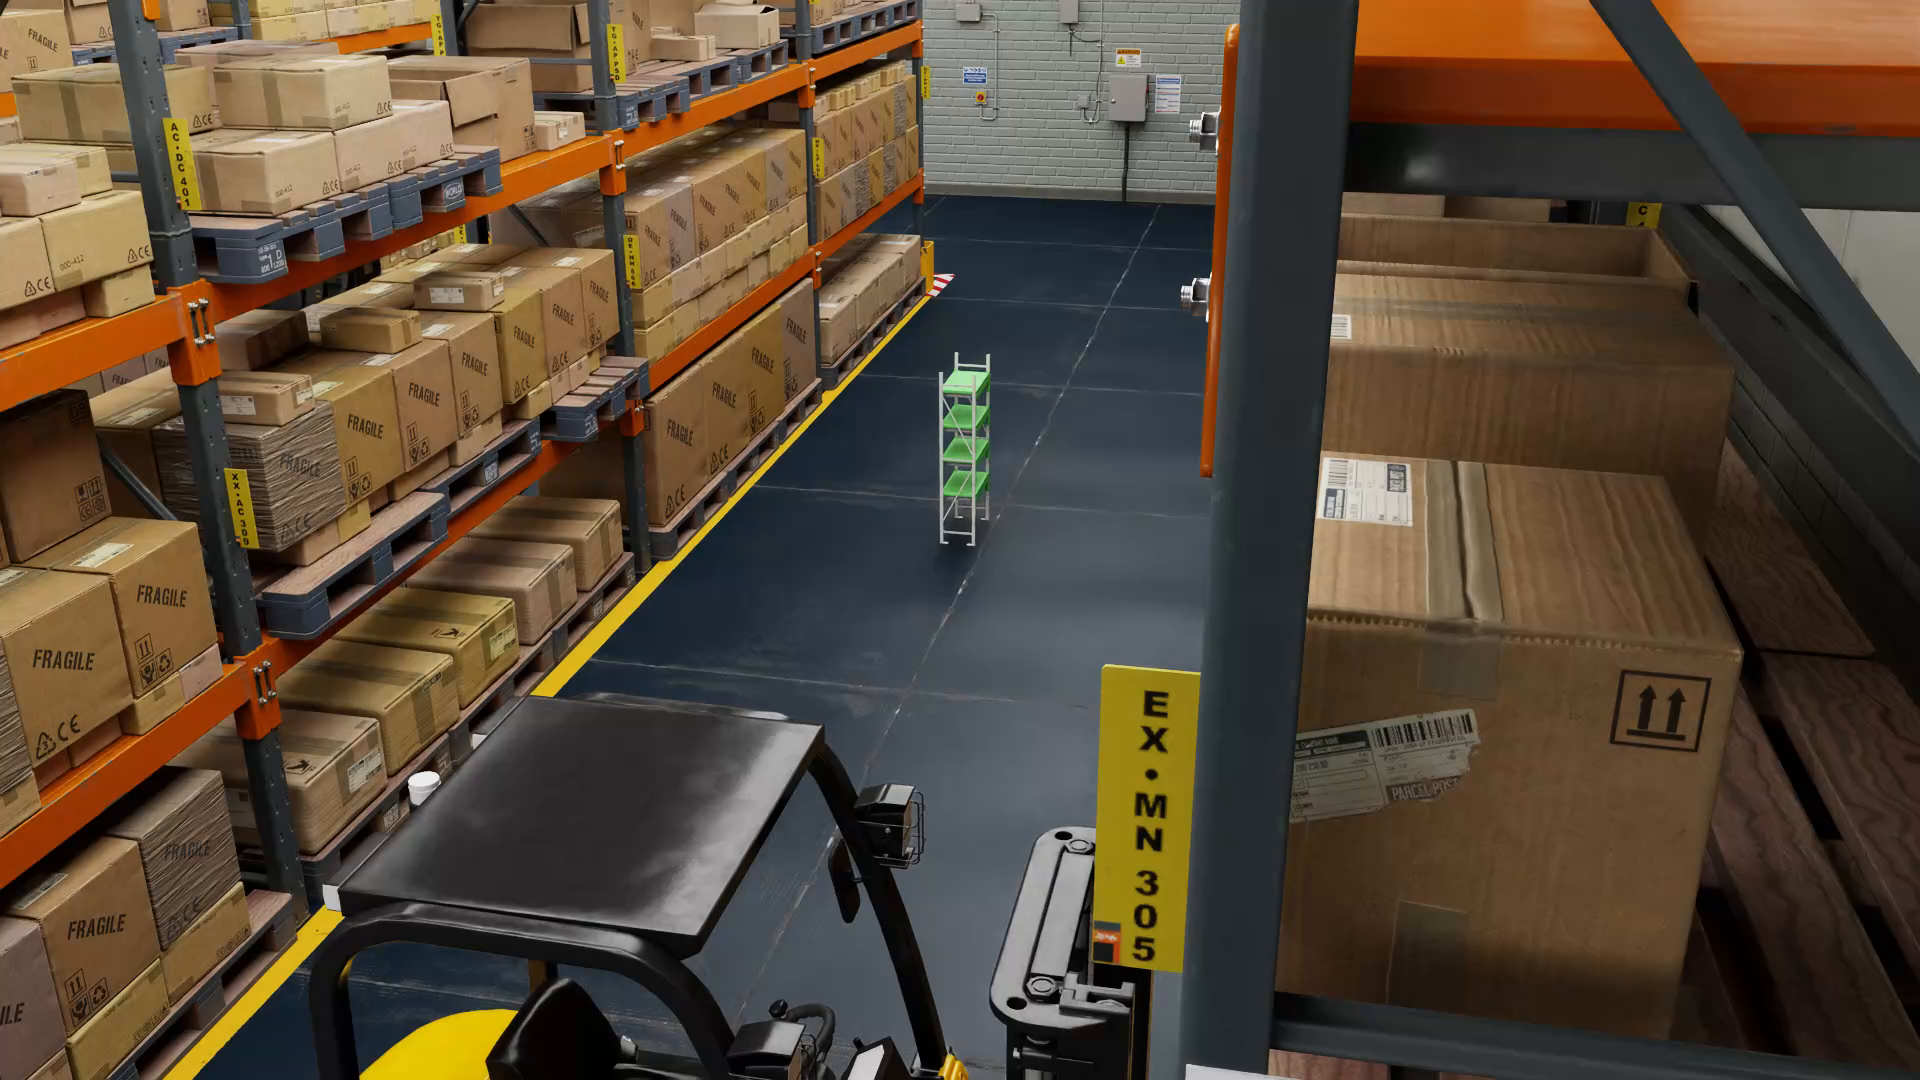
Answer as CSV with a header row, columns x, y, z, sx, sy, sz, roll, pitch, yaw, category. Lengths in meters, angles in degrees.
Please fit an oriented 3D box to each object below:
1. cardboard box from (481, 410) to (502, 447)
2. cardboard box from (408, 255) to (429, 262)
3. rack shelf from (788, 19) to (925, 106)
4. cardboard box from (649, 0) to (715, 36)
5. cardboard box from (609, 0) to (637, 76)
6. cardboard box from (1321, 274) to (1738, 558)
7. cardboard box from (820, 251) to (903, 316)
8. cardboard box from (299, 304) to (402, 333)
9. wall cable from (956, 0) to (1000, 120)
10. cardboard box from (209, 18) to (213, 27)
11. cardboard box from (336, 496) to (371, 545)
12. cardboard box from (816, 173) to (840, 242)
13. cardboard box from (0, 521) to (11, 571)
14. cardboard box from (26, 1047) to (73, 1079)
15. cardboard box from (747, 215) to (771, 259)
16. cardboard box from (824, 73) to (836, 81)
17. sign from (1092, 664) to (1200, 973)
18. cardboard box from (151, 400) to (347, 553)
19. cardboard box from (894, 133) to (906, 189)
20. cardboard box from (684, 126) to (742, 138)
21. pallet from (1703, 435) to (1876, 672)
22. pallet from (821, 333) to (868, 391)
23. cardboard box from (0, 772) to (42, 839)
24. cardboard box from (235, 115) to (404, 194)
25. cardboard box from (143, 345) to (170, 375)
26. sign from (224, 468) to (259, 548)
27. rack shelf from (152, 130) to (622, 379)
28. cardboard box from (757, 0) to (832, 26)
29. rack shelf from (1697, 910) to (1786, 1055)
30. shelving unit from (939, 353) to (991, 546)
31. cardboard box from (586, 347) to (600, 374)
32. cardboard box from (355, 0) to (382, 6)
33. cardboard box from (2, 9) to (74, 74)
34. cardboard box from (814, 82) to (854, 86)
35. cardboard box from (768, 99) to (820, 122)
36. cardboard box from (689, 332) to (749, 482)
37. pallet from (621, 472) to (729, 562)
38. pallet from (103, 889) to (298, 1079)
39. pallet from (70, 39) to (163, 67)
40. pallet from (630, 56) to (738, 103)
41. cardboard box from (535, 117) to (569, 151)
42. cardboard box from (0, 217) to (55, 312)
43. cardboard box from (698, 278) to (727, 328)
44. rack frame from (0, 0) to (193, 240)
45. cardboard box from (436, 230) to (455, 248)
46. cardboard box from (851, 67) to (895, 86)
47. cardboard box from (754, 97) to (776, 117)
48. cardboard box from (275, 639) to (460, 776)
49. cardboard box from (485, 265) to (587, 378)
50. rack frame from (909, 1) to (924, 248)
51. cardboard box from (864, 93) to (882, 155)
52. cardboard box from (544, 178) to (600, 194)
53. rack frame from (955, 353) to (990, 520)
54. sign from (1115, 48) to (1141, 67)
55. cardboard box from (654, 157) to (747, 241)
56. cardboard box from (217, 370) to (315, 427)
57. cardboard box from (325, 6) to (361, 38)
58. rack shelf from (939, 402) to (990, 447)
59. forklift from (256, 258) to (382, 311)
x,y,z,sx,sy,sz,roll,pitch,yaw,category
-2.595,-0.589,8.576,0.380,0.149,0.250,4,22,9,cardboard box
-5.780,-2.903,17.402,0.380,0.149,0.250,5,22,12,cardboard box
-1.296,-4.474,15.394,1.077,0.370,4.000,4,22,11,rack shelf
-2.167,-4.017,12.601,0.500,0.500,0.500,4,22,10,cardboard box
-2.504,-3.231,10.649,0.700,0.500,0.500,3,22,8,cardboard box
0.866,-0.145,2.854,0.700,0.500,0.500,5,22,11,cardboard box
-1.103,-2.569,16.586,0.875,0.438,0.875,5,22,12,cardboard box
-3.149,-0.886,8.444,0.500,0.500,0.500,4,22,9,cardboard box
0.240,-6.697,22.566,0.585,1.953,0.123,4,22,11,wall cable
-6.734,-4.547,14.814,0.500,0.250,0.500,5,22,12,cardboard box
-2.854,-0.106,7.375,0.380,0.149,0.250,5,22,12,cardboard box
-1.352,-2.883,14.362,0.500,0.500,0.500,5,23,13,cardboard box
-3.764,-0.077,5.660,0.700,0.500,0.500,5,22,11,cardboard box
-3.401,1.940,5.641,0.500,0.250,0.500,5,22,12,cardboard box
-1.750,-2.294,12.566,0.500,0.250,0.500,5,22,12,cardboard box
-1.418,-4.465,16.083,0.380,0.149,0.250,5,22,11,cardboard box
0.179,0.269,1.575,0.100,0.325,0.005,4,22,11,sign
-2.960,-0.288,6.958,0.500,0.500,0.500,5,22,12,cardboard box
-0.844,-3.815,16.677,0.500,0.500,0.500,4,22,10,cardboard box
-2.075,-3.056,13.454,0.500,0.500,0.500,5,22,12,cardboard box
1.124,0.027,3.376,1.003,0.211,1.213,4,22,11,pallet
-1.472,-1.663,15.201,1.003,0.211,1.213,4,22,11,pallet
-3.307,0.870,5.514,0.380,0.149,0.250,4,22,10,cardboard box
-2.722,-1.644,7.044,0.500,0.250,0.500,4,22,10,cardboard box
-6.689,-1.396,13.587,0.500,0.500,0.500,4,22,10,cardboard box
-2.803,-0.122,6.482,0.100,0.325,0.005,4,22,11,sign
-2.928,-1.548,8.130,1.077,0.370,4.000,4,22,11,rack shelf
-1.378,-4.563,13.822,0.500,0.500,0.500,5,22,12,cardboard box
1.116,0.292,3.561,1.077,0.370,4.000,4,22,11,rack shelf
0.034,-0.617,11.280,0.258,1.200,0.503,4,22,11,shelving unit
-2.340,-1.059,9.741,0.380,0.149,0.250,5,22,12,cardboard box
-5.924,-5.296,16.004,0.500,0.250,0.500,3,22,9,cardboard box
-6.817,-3.555,12.017,0.500,0.500,0.500,4,22,11,cardboard box
-1.174,-4.062,15.085,0.380,0.149,0.250,4,22,11,cardboard box
-1.385,-3.591,13.915,0.380,0.149,0.250,4,22,10,cardboard box
-2.112,-1.003,12.111,0.875,0.875,0.875,5,22,12,cardboard box
-2.285,-0.211,11.595,1.003,0.211,1.213,4,22,11,pallet
-3.439,1.783,6.644,1.003,0.211,1.213,4,22,11,pallet
-7.009,-3.732,12.841,1.213,0.211,1.003,4,22,11,pallet
-2.215,-3.174,11.458,1.003,0.211,1.213,6,23,13,pallet
-2.421,-2.274,9.305,0.380,0.149,0.250,4,22,11,cardboard box
-3.265,-0.852,5.241,0.500,0.250,0.500,4,22,10,cardboard box
-1.974,-1.693,11.742,0.500,0.250,0.500,5,23,13,cardboard box
-3.336,-2.542,5.619,1.000,3.000,0.127,4,22,11,rack frame
-5.650,-3.231,17.820,0.380,0.149,0.250,4,22,10,cardboard box
-0.855,-4.528,16.240,0.380,0.149,0.250,5,22,12,cardboard box
-1.792,-3.721,14.236,0.380,0.149,0.250,5,22,12,cardboard box
-3.088,0.810,8.282,0.950,0.372,0.625,6,23,14,cardboard box
-2.435,-1.224,9.282,0.500,0.500,0.500,4,22,10,cardboard box
-0.887,-4.148,17.637,1.000,3.000,0.127,4,22,11,rack frame
-1.039,-3.905,15.563,0.500,0.500,0.500,4,22,11,cardboard box
-2.574,-2.129,11.153,0.500,0.500,0.500,5,22,12,cardboard box
0.084,-0.706,11.501,0.240,1.200,0.015,4,22,11,rack frame
2.255,-6.461,22.276,0.339,0.242,0.001,4,22,11,sign
-1.861,-2.448,11.945,0.500,0.500,0.500,5,22,12,cardboard box
-2.894,-0.584,6.826,0.380,0.149,0.250,4,22,11,cardboard box
-5.999,-4.869,15.613,0.500,0.250,0.500,5,23,13,cardboard box
0.034,-0.780,11.214,0.258,0.148,0.480,4,22,11,rack shelf
-4.893,-1.787,11.868,1.130,2.935,3.031,6,23,14,forklift
